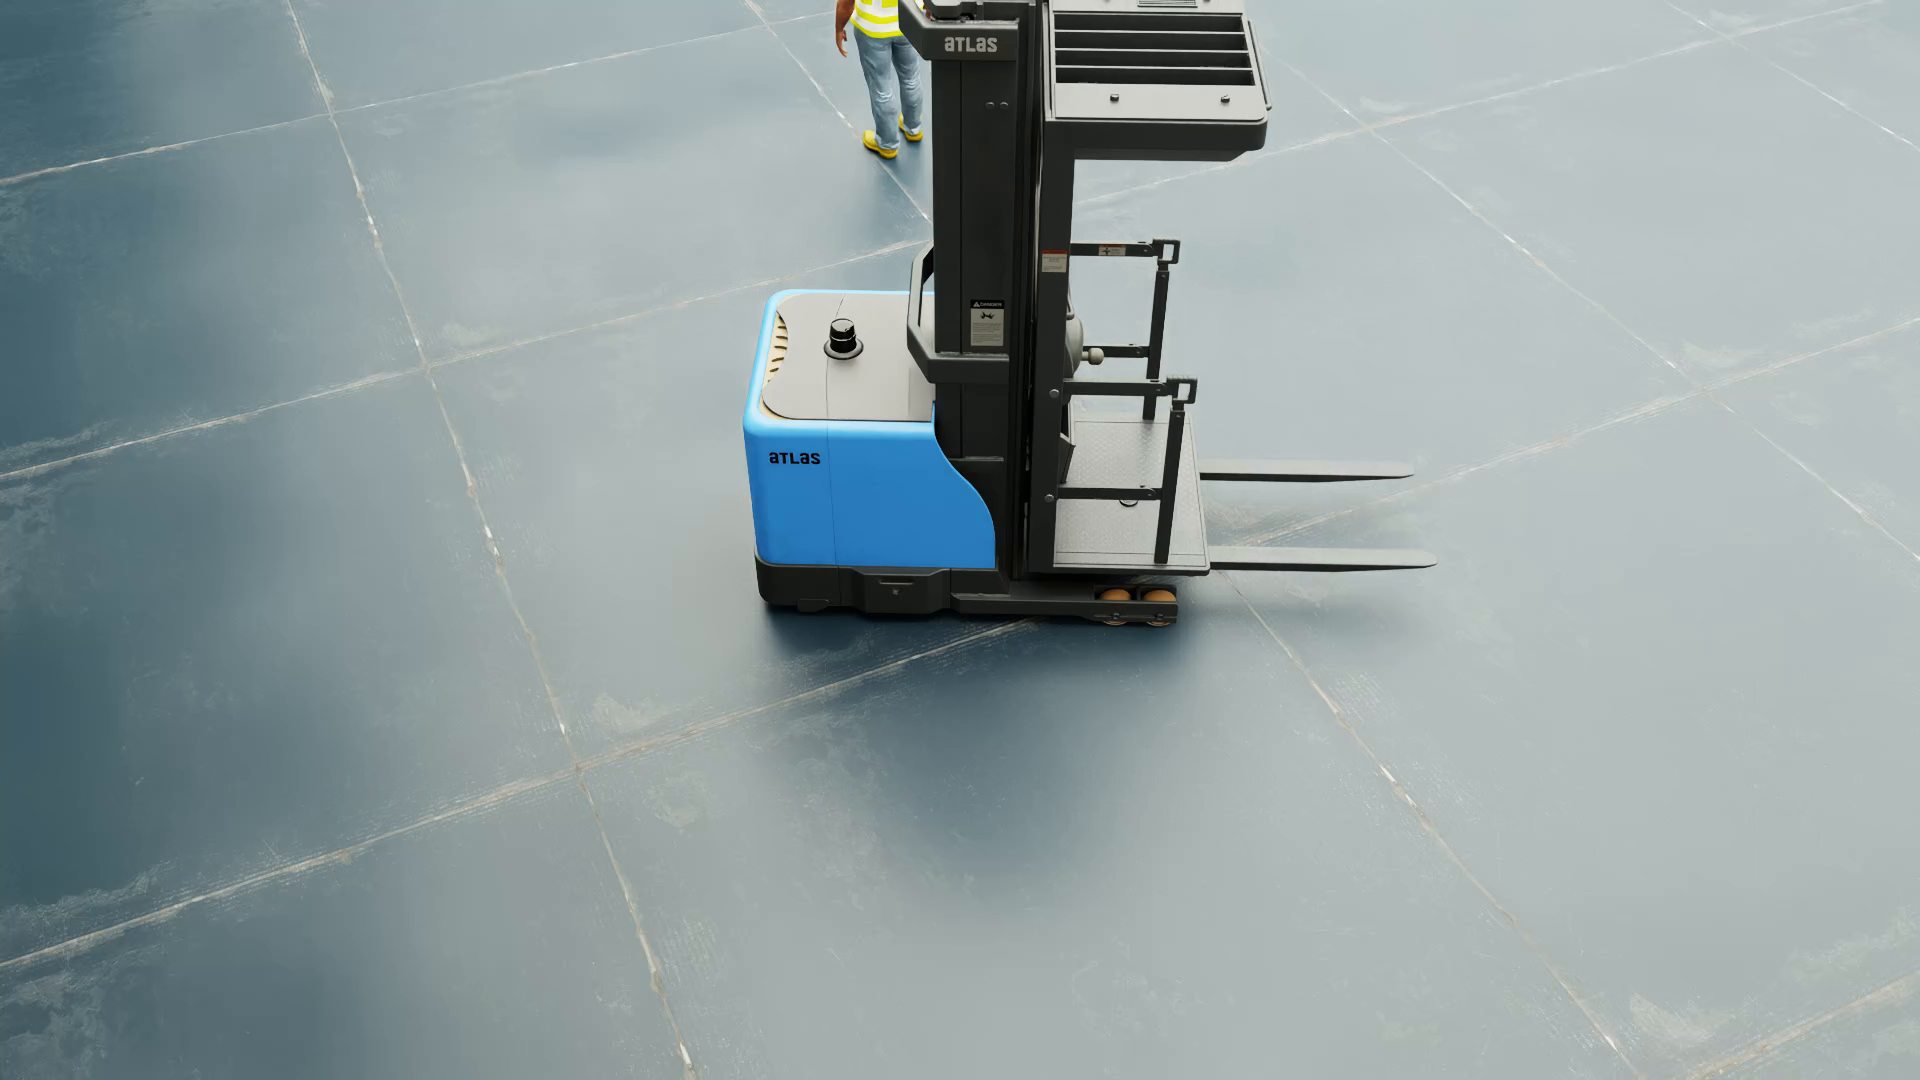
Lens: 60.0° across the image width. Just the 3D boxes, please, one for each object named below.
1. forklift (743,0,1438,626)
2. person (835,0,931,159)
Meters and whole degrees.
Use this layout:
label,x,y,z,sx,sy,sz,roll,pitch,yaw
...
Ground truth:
label,x,y,z,sx,sy,sz,roll,pitch,yaw
forklift,0.619,-1.059,6.815,3.031,2.935,1.130,1,43,1
person,-0.463,-3.106,9.852,0.666,1.765,0.577,-20,47,-20
